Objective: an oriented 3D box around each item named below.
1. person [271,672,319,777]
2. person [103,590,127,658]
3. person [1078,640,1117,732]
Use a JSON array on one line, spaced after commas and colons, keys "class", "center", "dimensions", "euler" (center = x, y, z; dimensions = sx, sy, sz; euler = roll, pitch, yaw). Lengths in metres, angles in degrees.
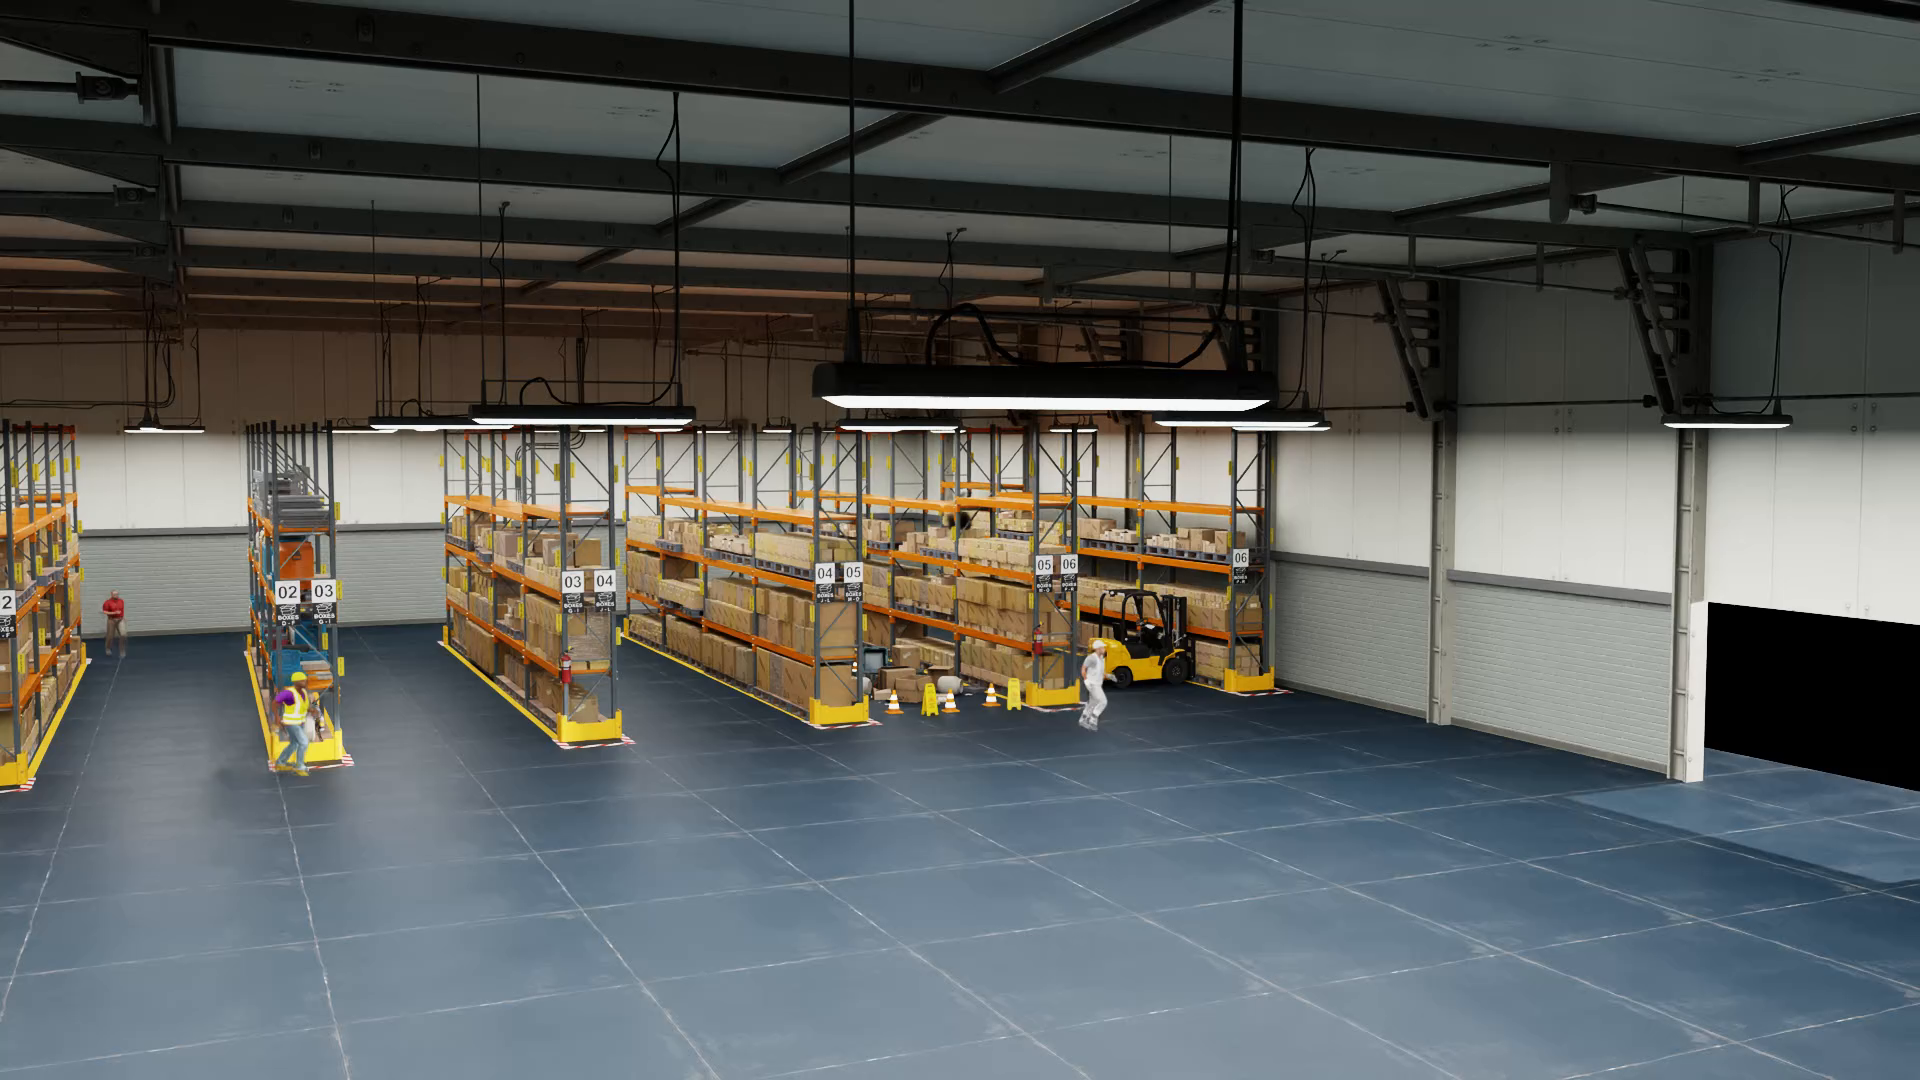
[{"class": "person", "center": [-11.220, 3.138, 27.999], "dimensions": [0.785, 1.829, 0.719], "euler": [1, 4, 9]}, {"class": "person", "center": [-21.844, 2.182, 42.983], "dimensions": [0.875, 1.797, 0.622], "euler": [3, 5, 42]}, {"class": "person", "center": [2.632, 2.849, 32.275], "dimensions": [0.782, 1.825, 0.586], "euler": [2, 4, 26]}]
